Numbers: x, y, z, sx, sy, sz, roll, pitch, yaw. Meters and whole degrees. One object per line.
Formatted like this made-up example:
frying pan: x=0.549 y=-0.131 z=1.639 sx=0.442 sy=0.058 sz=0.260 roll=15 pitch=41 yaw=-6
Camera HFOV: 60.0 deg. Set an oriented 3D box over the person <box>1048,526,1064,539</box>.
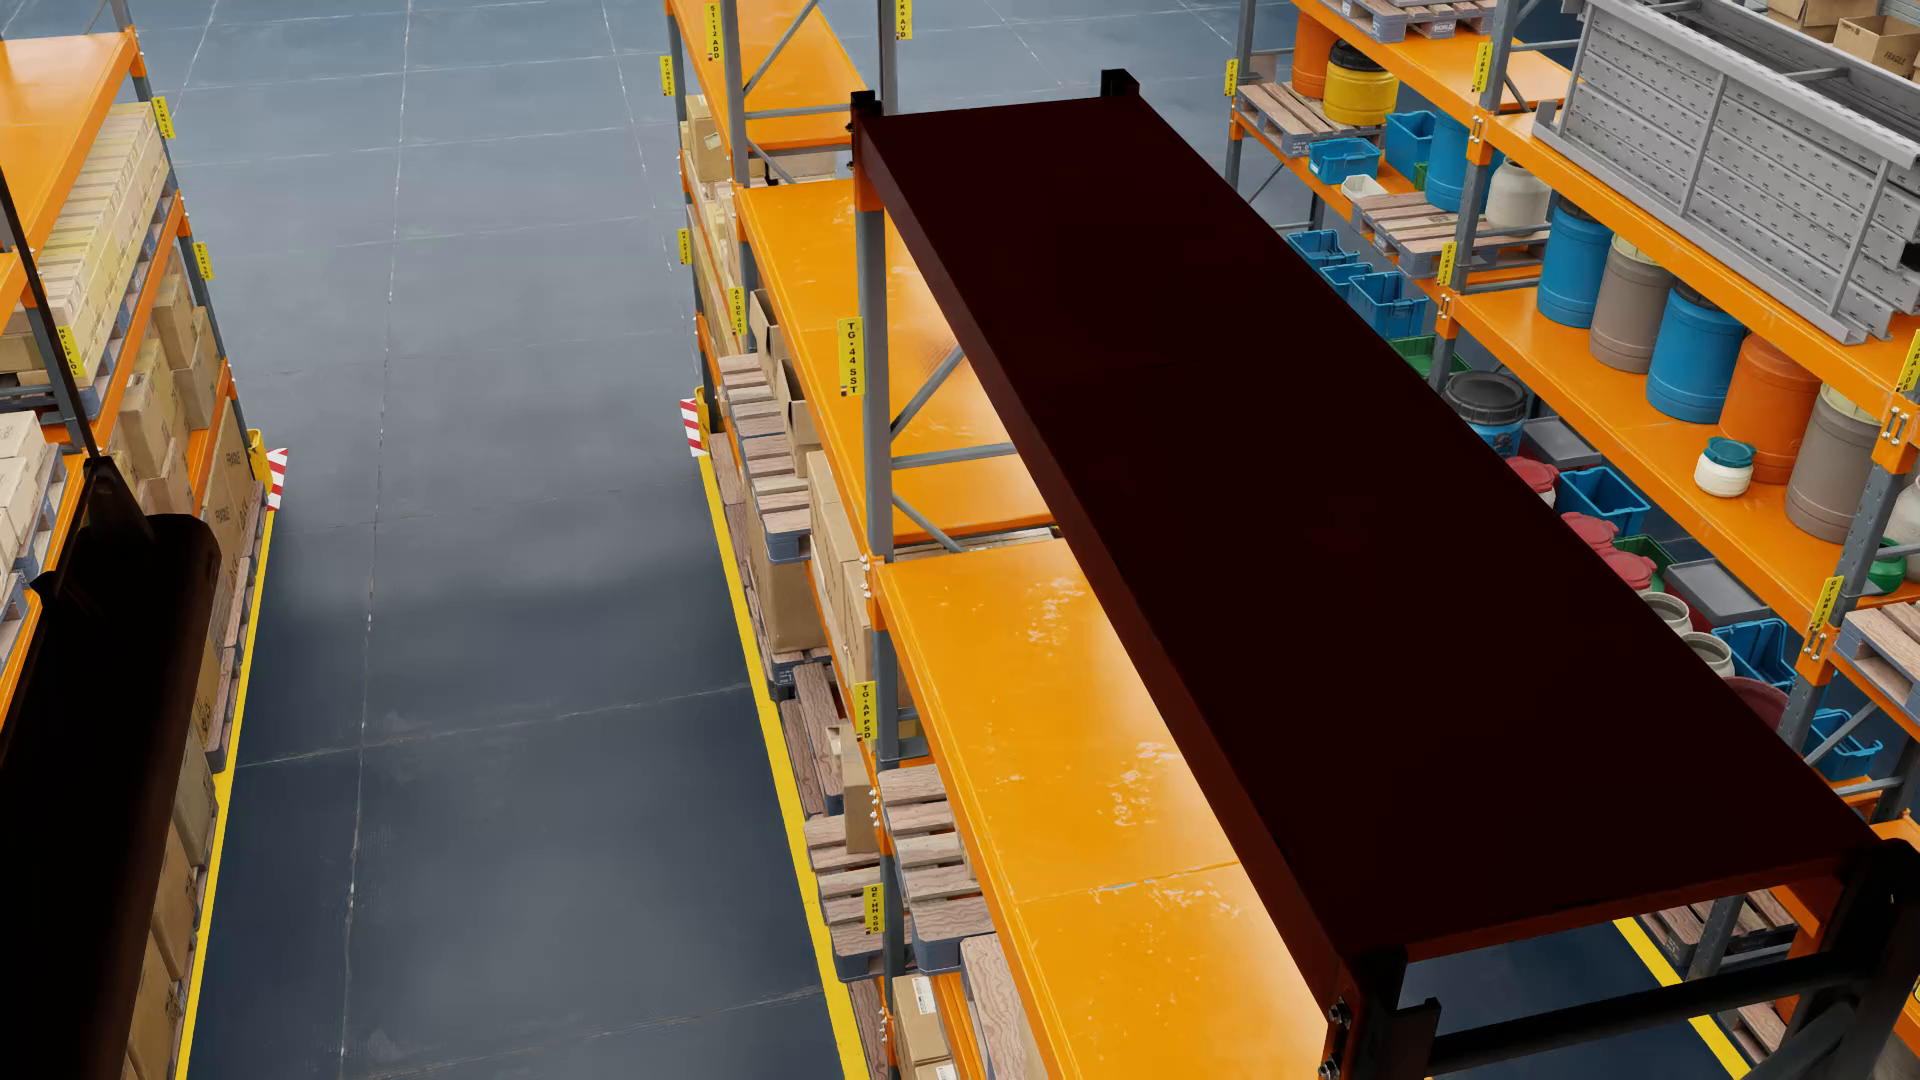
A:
person: x=0.694 y=0.488 z=11.365 sx=0.387 sy=1.800 sz=0.625 roll=3 pitch=34 yaw=4
